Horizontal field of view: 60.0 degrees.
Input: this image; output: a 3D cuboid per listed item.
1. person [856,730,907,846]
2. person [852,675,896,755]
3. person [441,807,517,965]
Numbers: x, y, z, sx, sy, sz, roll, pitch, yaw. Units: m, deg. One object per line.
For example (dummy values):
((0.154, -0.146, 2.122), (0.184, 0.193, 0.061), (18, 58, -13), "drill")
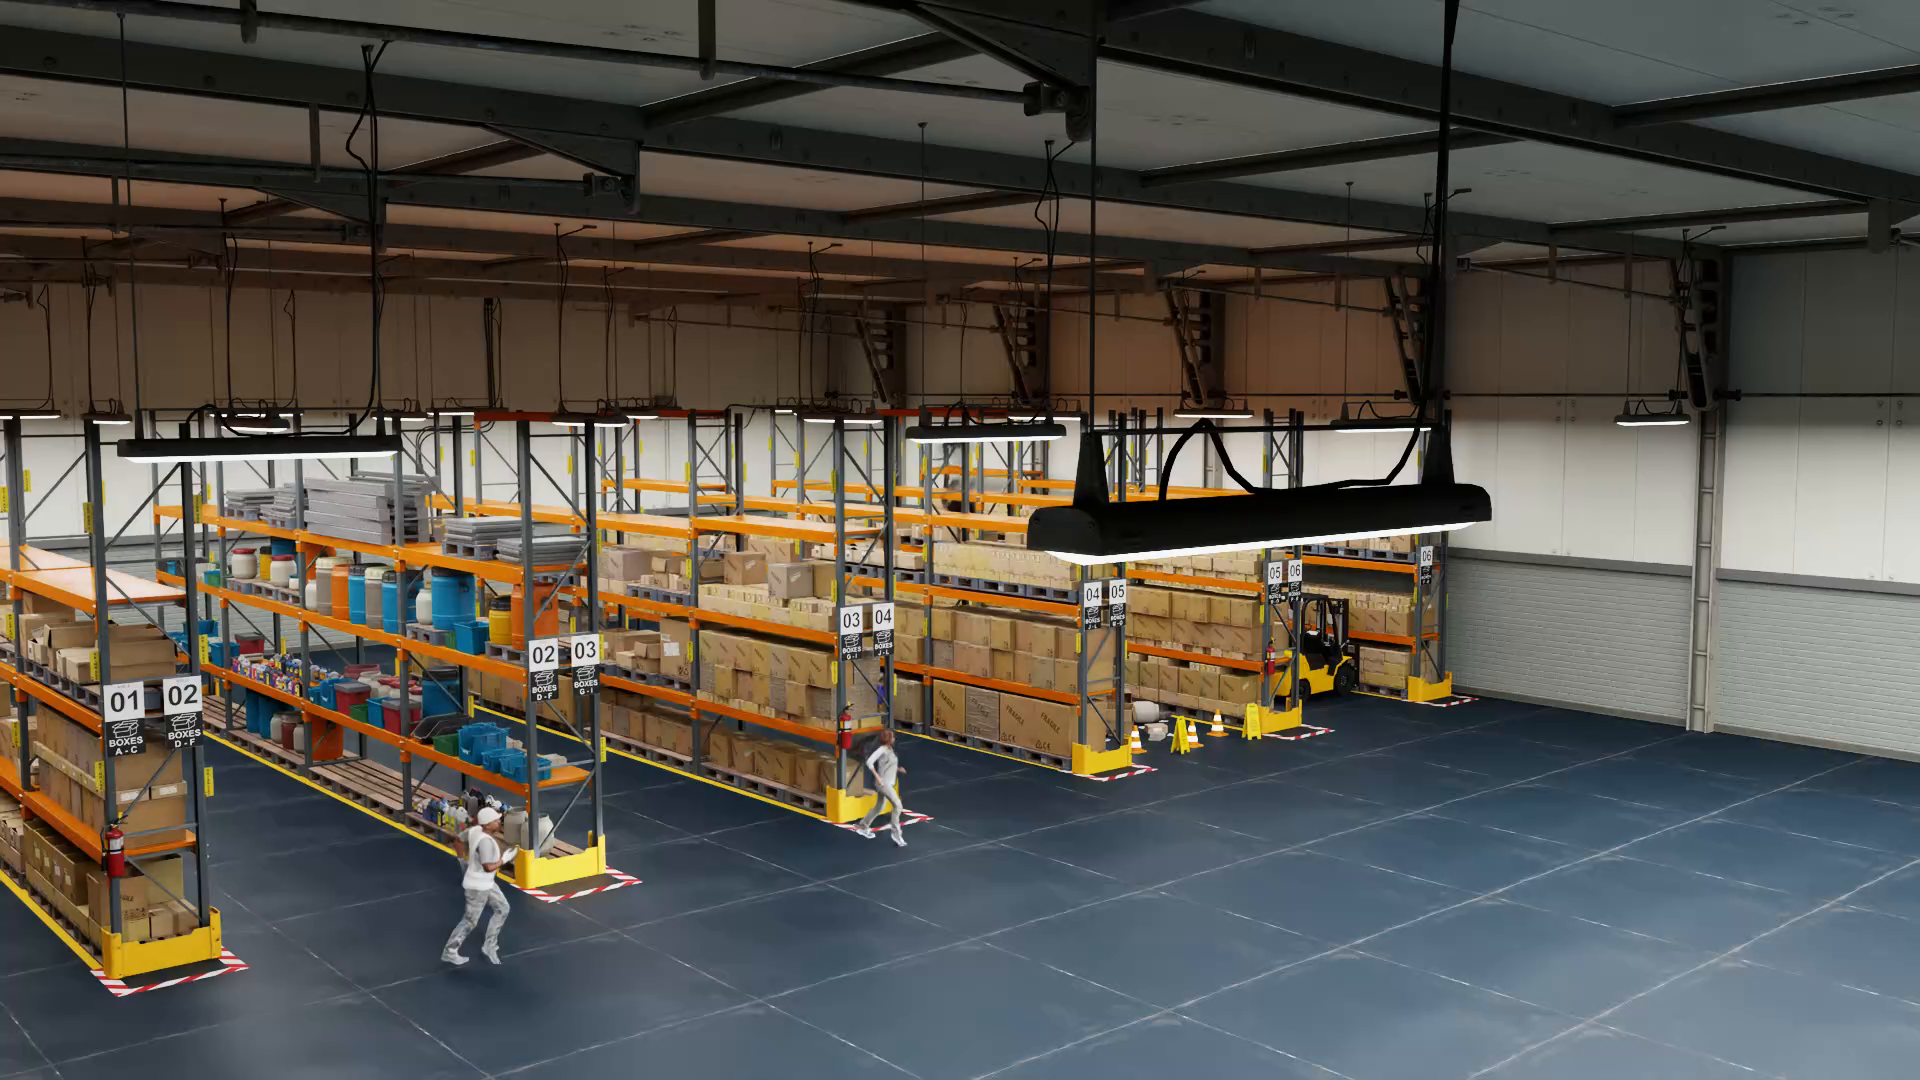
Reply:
((-1.097, 3.497, 23.503), (0.744, 1.611, 0.551), (1, 5, 6), "person")
((-1.522, 3.051, 28.939), (0.855, 1.486, 0.602), (2, 5, 24), "person")
((-5.299, 3.852, 18.311), (0.841, 1.837, 0.642), (-1, 5, -13), "person")
